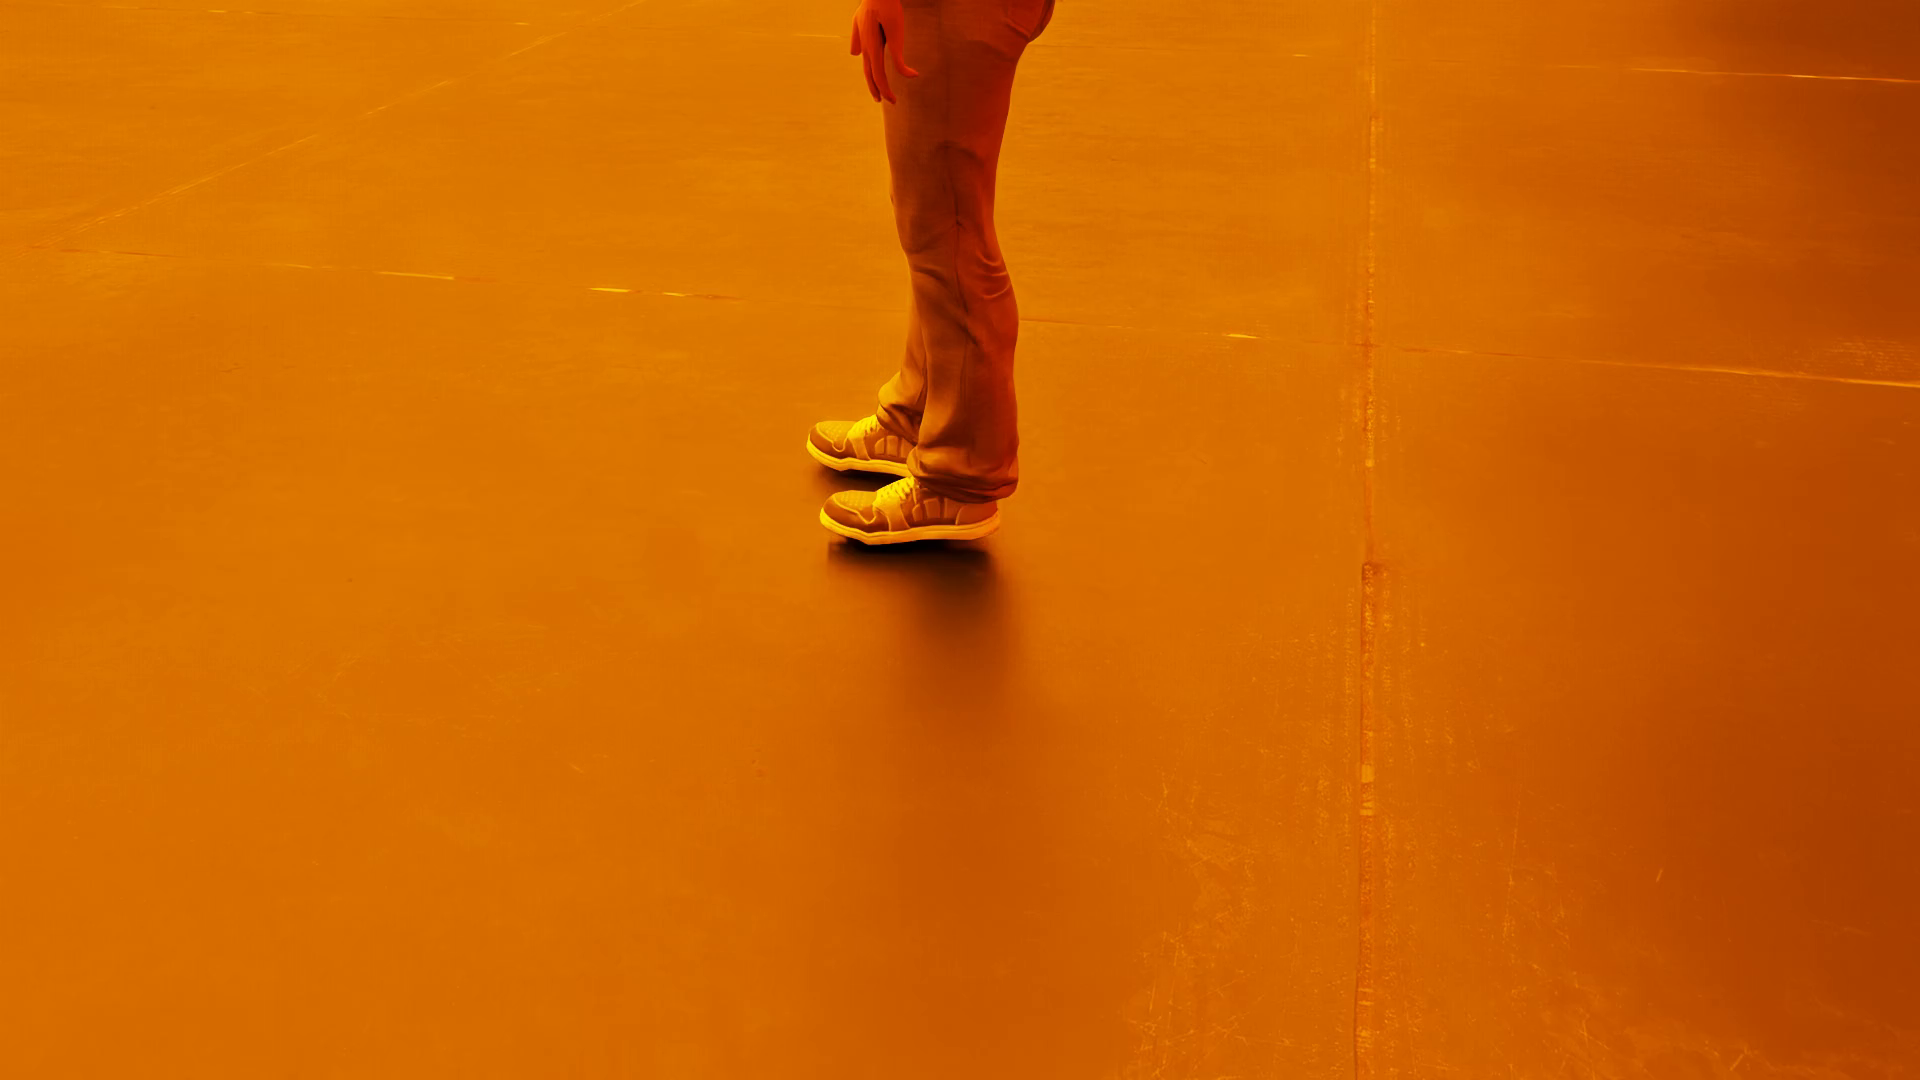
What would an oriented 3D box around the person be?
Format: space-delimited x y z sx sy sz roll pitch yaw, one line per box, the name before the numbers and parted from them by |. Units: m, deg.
person | -0.068 -0.733 2.164 0.475 1.597 0.520 6 27 11
